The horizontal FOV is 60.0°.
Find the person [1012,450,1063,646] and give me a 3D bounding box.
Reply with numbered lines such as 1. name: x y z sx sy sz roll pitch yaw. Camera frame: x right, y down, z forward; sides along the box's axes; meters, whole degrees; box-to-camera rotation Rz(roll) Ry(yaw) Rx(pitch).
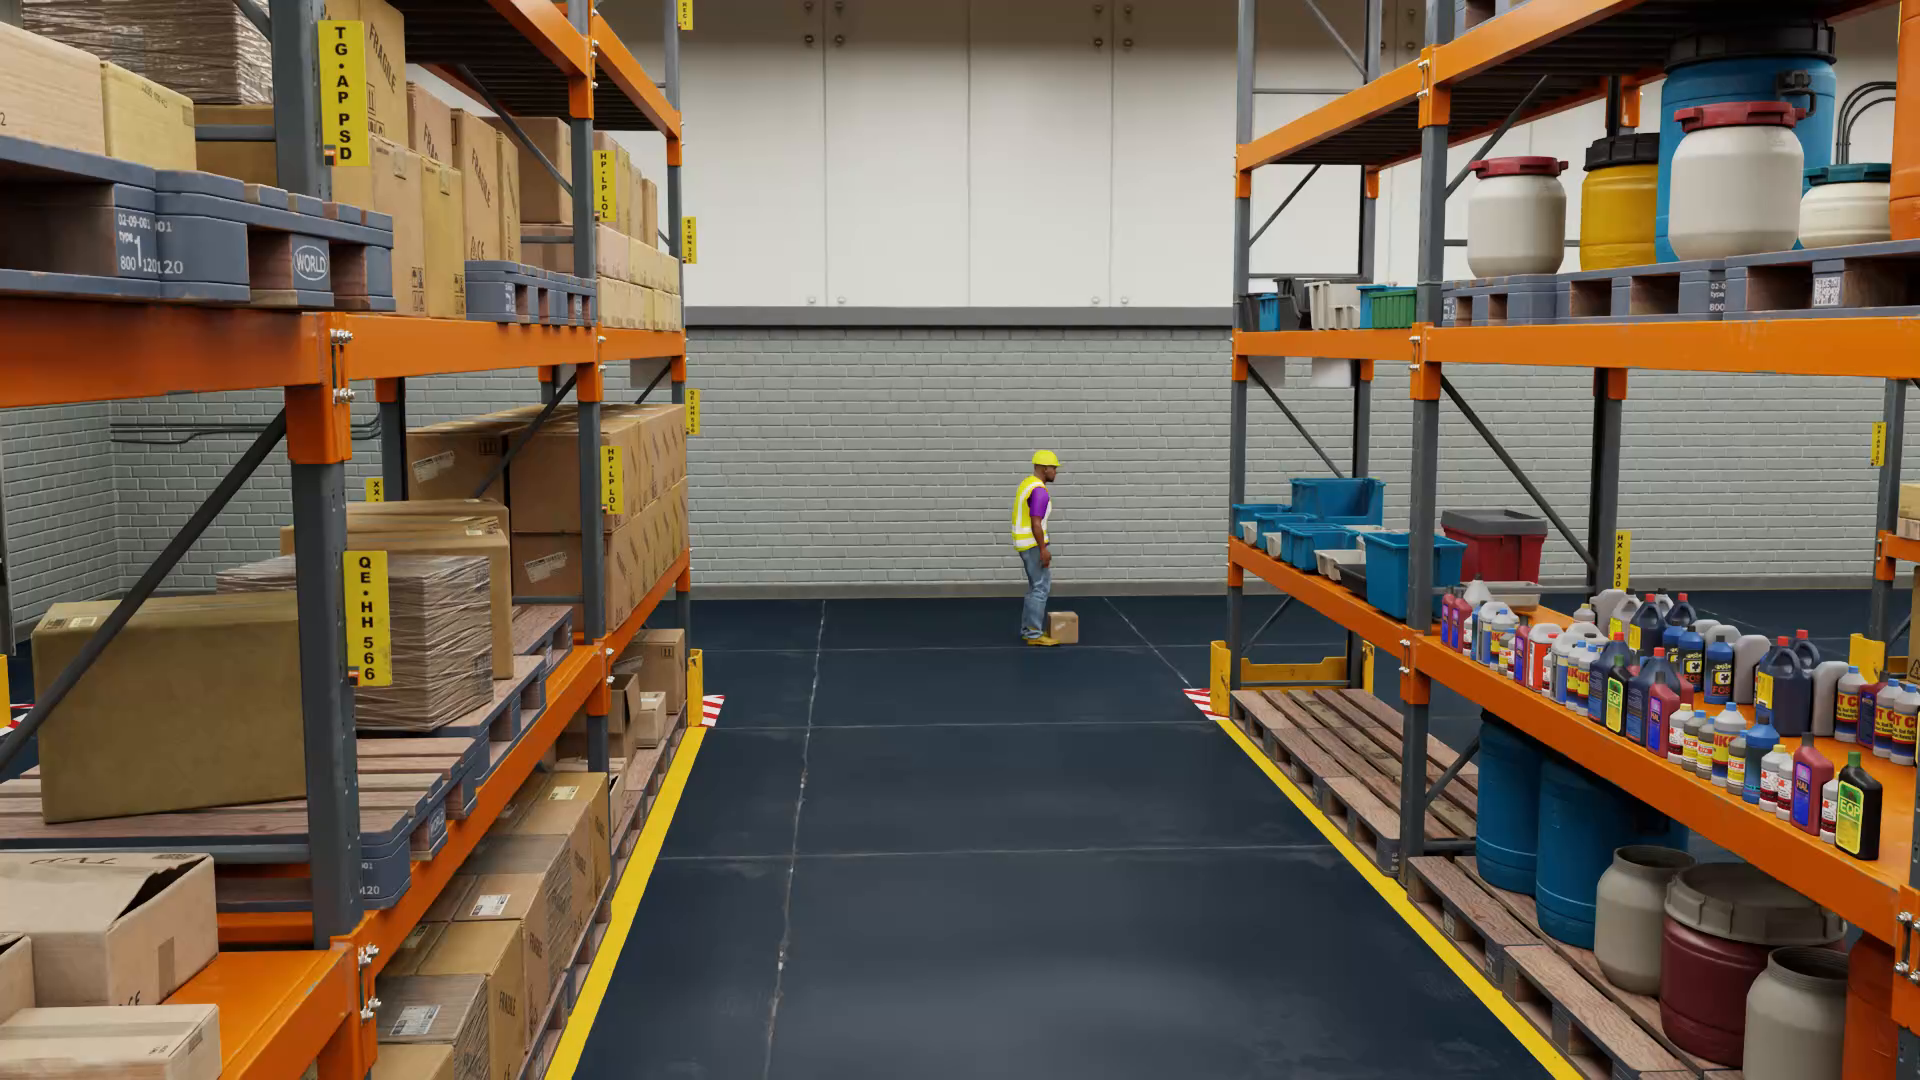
1. person: 0.709 0.060 15.166 0.461 1.759 0.621 -1 7 -6
